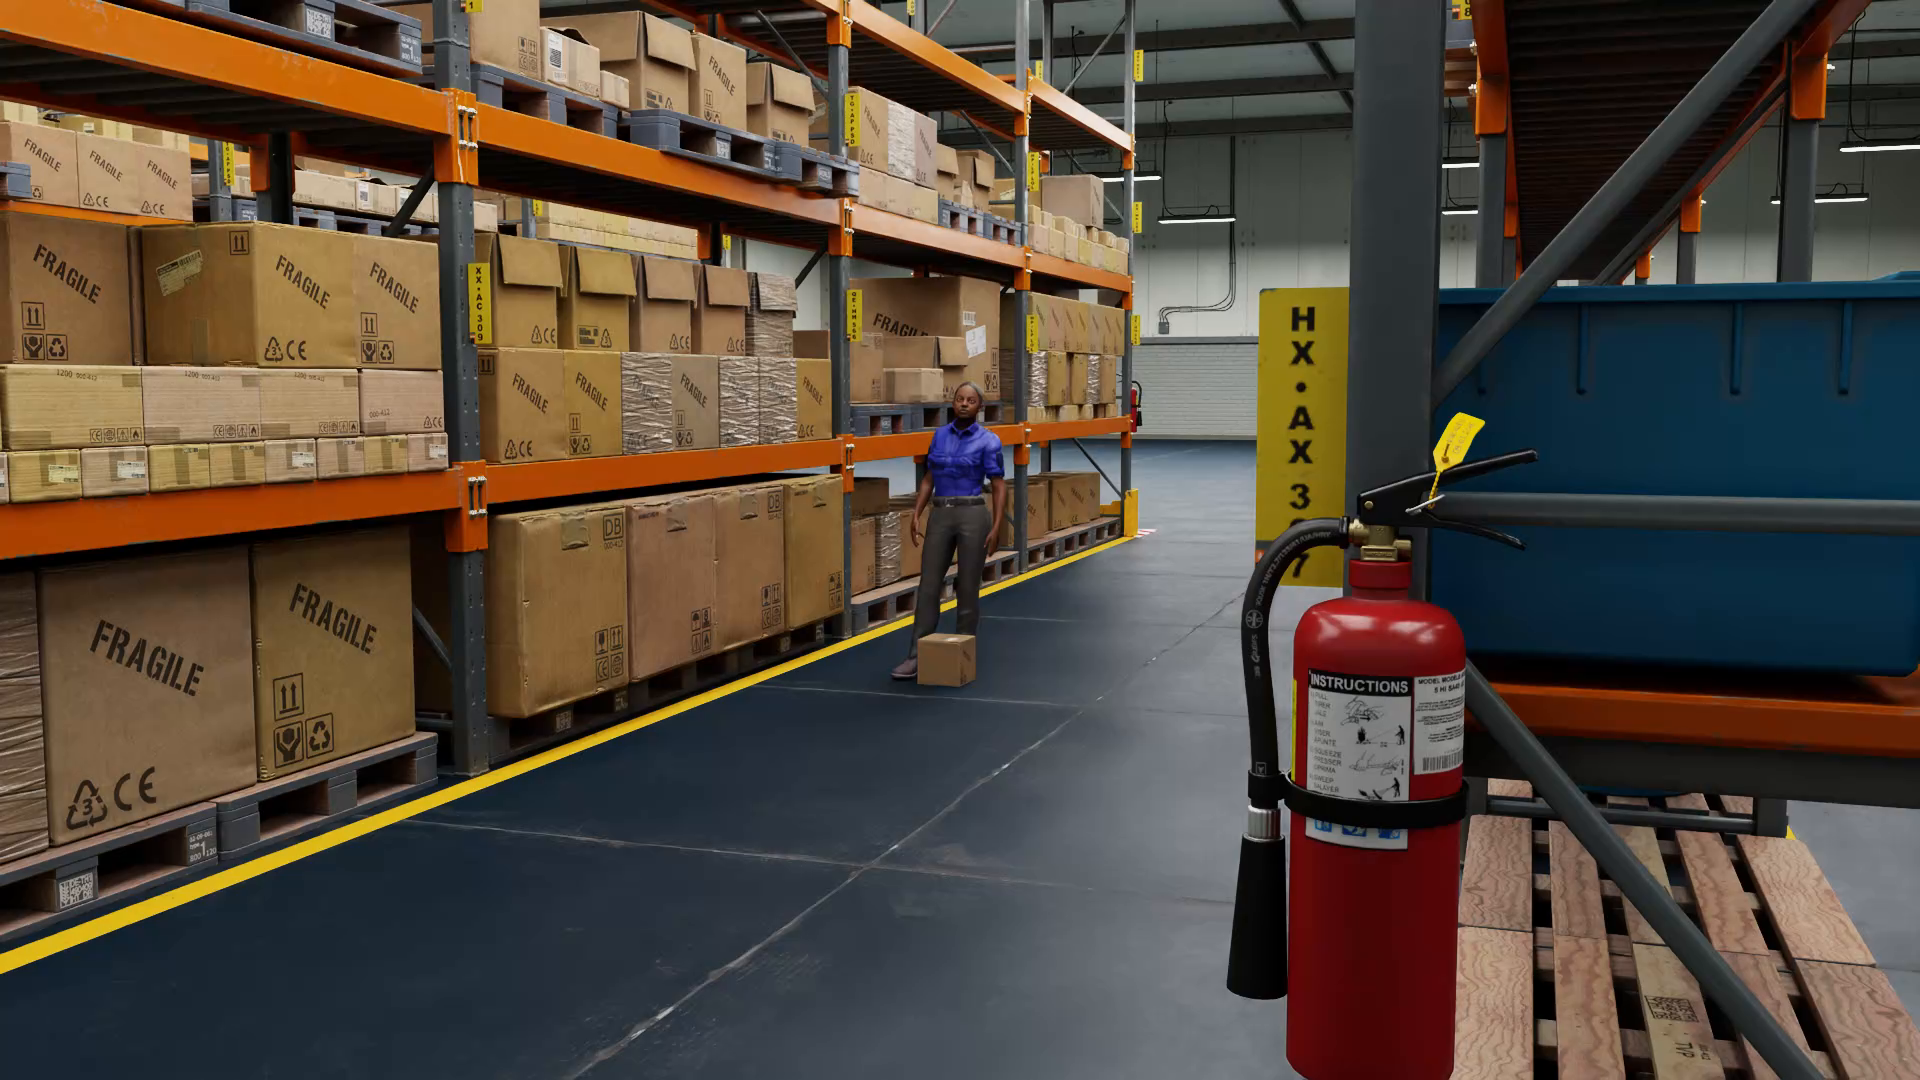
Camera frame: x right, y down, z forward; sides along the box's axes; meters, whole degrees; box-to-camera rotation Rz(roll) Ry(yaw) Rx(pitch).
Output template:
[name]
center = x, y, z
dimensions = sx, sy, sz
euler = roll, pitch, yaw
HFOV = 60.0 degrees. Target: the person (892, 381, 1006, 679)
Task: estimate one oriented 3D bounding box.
[person]
center = -0.049, -0.059, 9.325
dimensions = 0.569, 1.654, 0.504
euler = 2, 6, 21
